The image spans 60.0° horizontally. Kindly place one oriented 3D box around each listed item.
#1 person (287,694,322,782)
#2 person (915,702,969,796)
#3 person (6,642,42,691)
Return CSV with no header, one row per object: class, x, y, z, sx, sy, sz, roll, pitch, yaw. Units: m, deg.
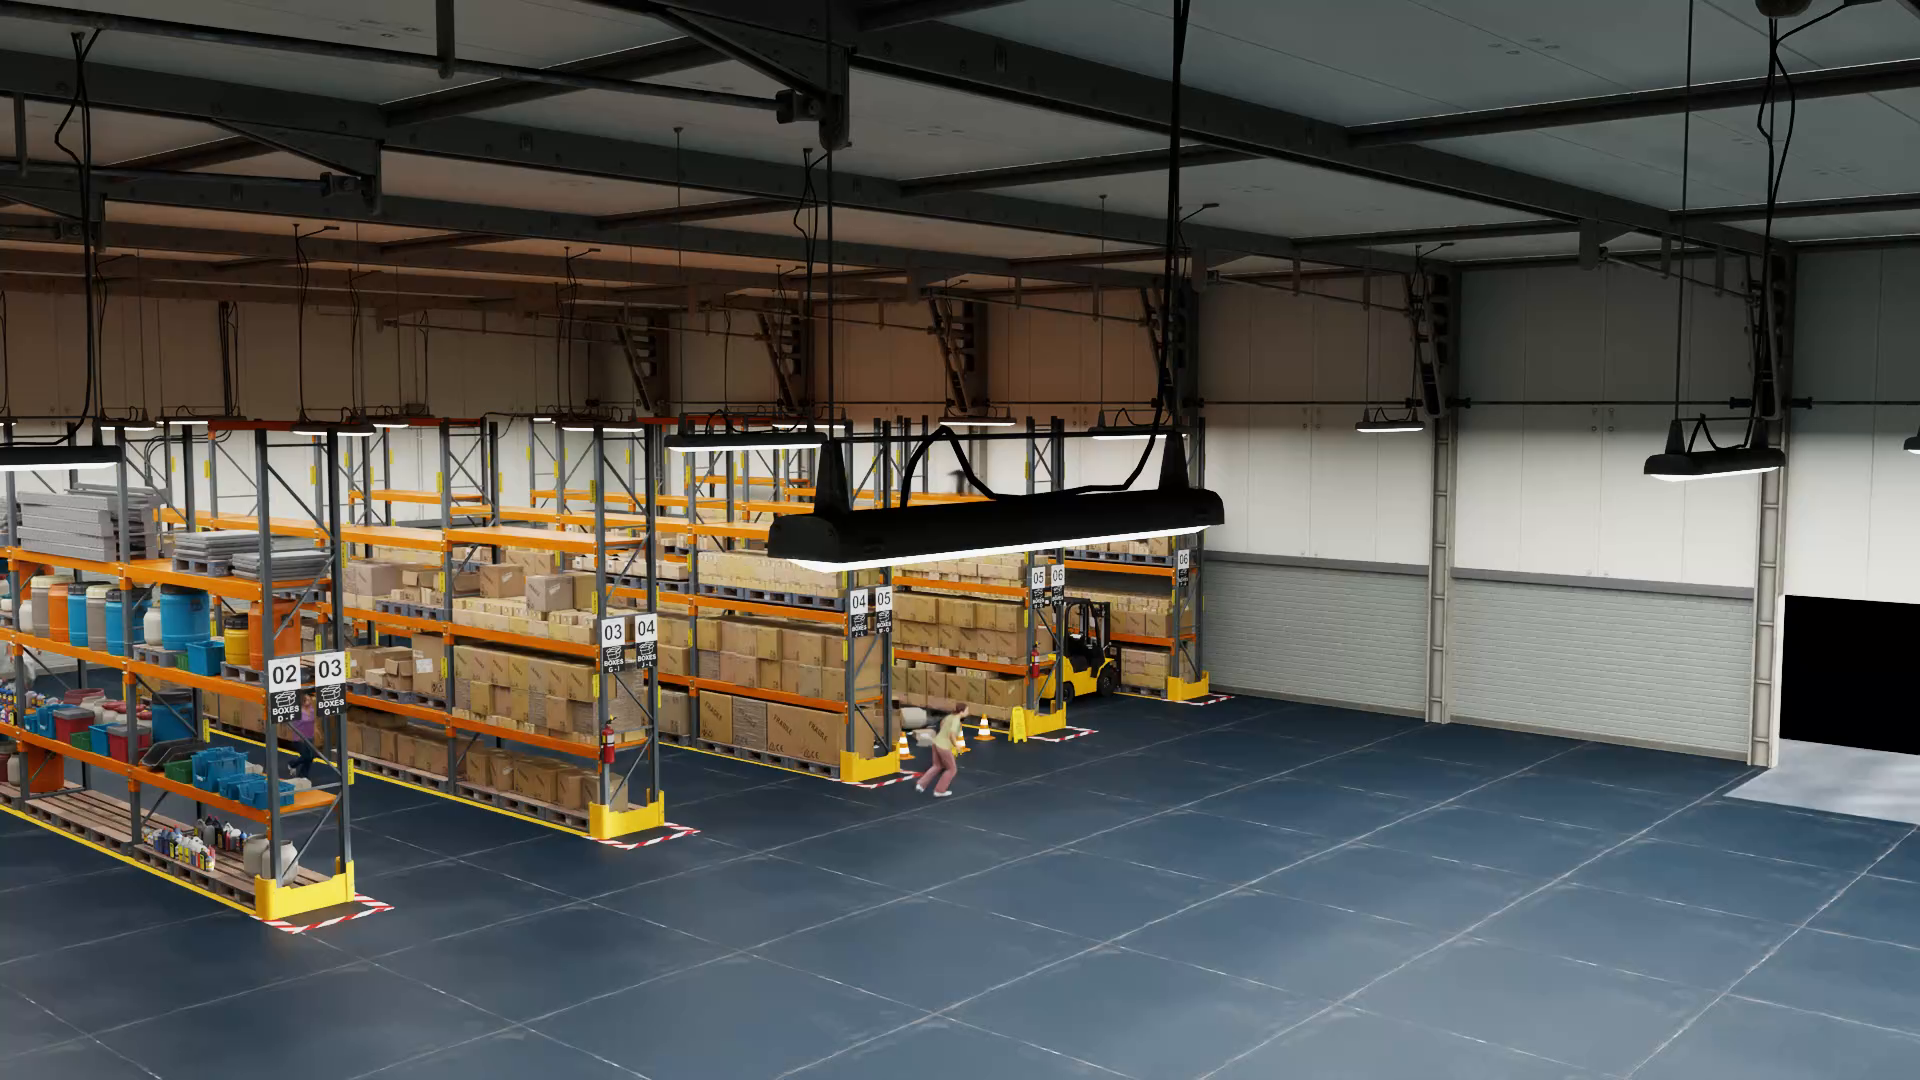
person,-10.915,3.286,27.561,0.581,1.526,0.539,3,6,31
person,-0.295,3.362,26.664,0.831,1.512,0.603,-2,5,-23
person,-19.858,2.590,35.246,0.670,1.695,0.828,0,5,3
